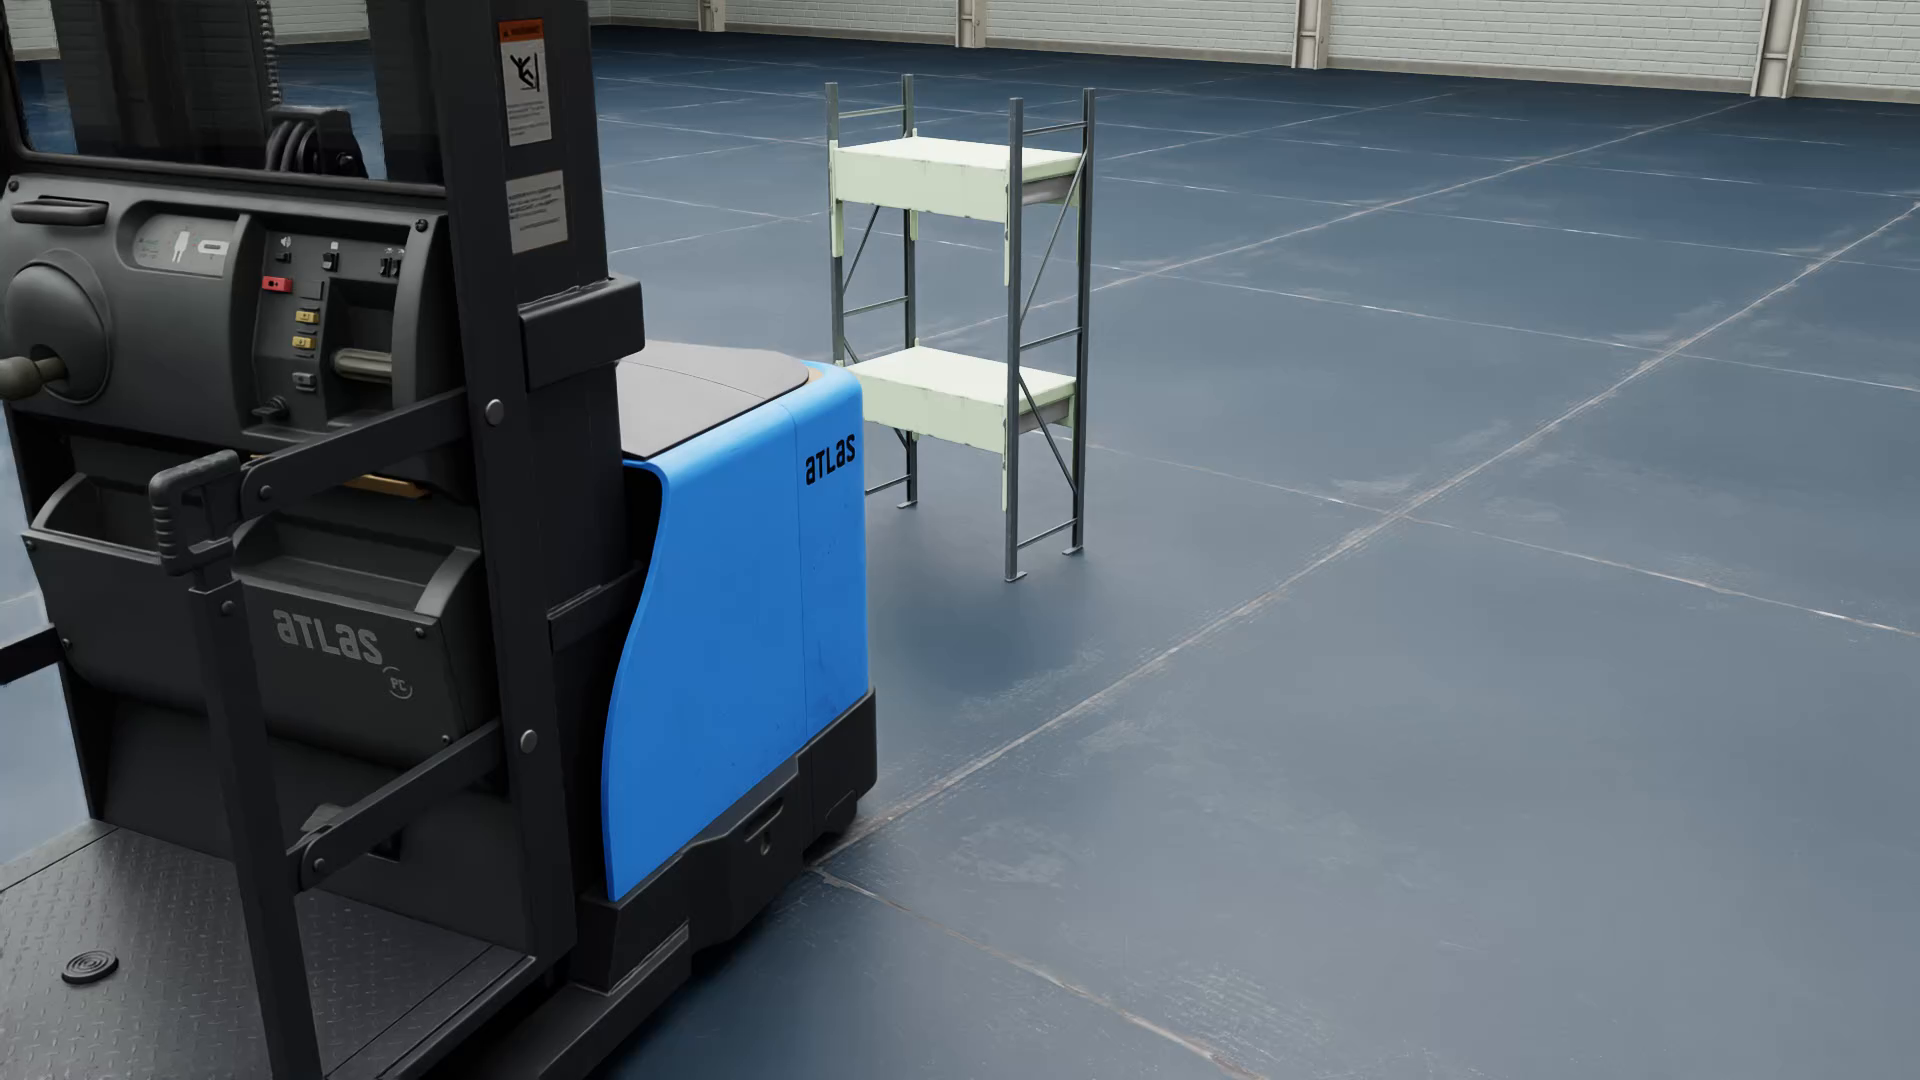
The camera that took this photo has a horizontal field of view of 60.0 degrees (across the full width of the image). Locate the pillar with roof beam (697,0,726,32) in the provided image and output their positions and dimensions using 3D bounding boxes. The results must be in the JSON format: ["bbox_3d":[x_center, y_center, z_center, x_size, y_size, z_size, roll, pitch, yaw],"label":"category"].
[{"bbox_3d":[-7.197,-12.231,25.350,0.400,9.000,9.100,16,26,36],"label":"pillar with roof beam"}]

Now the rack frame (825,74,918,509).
[{"bbox_3d":[-0.289,-0.785,5.624,0.023,1.500,0.400,16,26,36],"label":"rack frame"}]

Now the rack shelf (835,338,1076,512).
[{"bbox_3d":[-0.005,-0.398,5.523,0.720,0.370,0.431,16,26,36],"label":"rack shelf"}]

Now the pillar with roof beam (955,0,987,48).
[{"bbox_3d":[-2.549,-10.893,21.800,0.400,9.000,9.100,16,26,36],"label":"pillar with roof beam"}]

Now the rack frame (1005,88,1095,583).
[{"bbox_3d":[0.278,-0.622,5.191,0.023,1.500,0.400,16,26,36],"label":"rack frame"}]

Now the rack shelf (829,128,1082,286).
[{"bbox_3d":[-0.005,-1.068,5.270,0.720,0.370,0.431,16,26,36],"label":"rack shelf"}]

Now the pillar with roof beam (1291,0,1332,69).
[{"bbox_3d":[2.100,-9.554,18.250,0.400,9.000,9.100,16,26,36],"label":"pillar with roof beam"}]

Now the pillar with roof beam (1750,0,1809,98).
[{"bbox_3d":[6.748,-8.215,14.700,0.400,9.000,9.100,16,26,36],"label":"pillar with roof beam"}]

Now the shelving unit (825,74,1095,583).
[{"bbox_3d":[-0.005,-0.703,5.407,0.755,1.500,0.431,16,26,36],"label":"shelving unit"}]

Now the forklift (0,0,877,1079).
[{"bbox_3d":[-1.284,-0.351,2.446,1.130,2.935,3.031,9,23,24],"label":"forklift"}]
